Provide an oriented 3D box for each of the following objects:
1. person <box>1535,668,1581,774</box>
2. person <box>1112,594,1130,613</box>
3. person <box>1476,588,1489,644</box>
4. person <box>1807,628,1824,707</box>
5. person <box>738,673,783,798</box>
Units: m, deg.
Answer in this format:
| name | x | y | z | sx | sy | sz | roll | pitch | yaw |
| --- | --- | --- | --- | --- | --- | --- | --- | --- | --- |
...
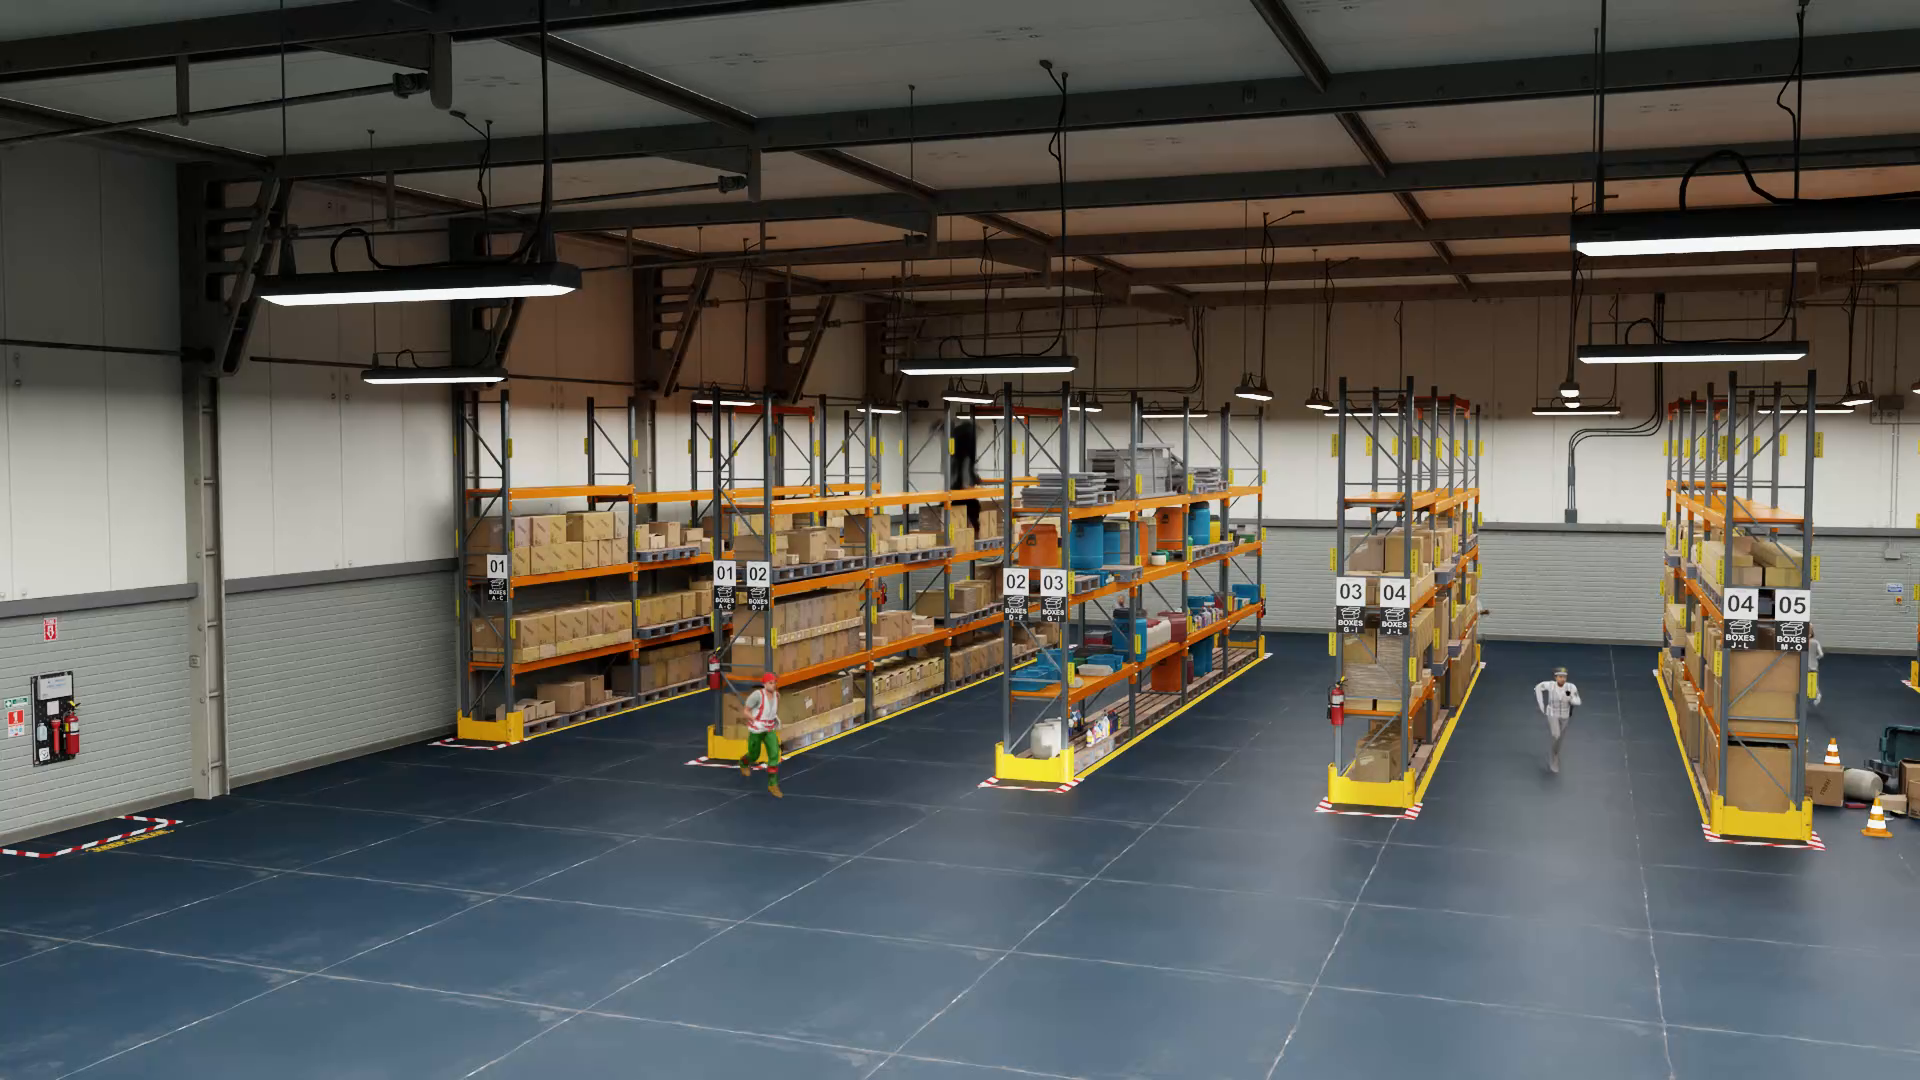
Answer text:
| name | x | y | z | sx | sy | sz | roll | pitch | yaw |
| --- | --- | --- | --- | --- | --- | --- | --- | --- | --- |
| person | 9.242 | 2.759 | 25.724 | 0.602 | 1.653 | 0.887 | 0 | 3 | 4 |
| person | 3.679 | 1.933 | 37.747 | 0.592 | 1.440 | 0.668 | 1 | 3 | 21 |
| person | 12.033 | 1.979 | 39.117 | 0.700 | 1.795 | 0.794 | -3 | 4 | -45 |
| person | 16.247 | 2.479 | 31.804 | 0.526 | 1.570 | 0.759 | 0 | 3 | 9 |
| person | -2.904 | 2.794 | 24.229 | 0.659 | 1.770 | 1.119 | -2 | 4 | -37 |
